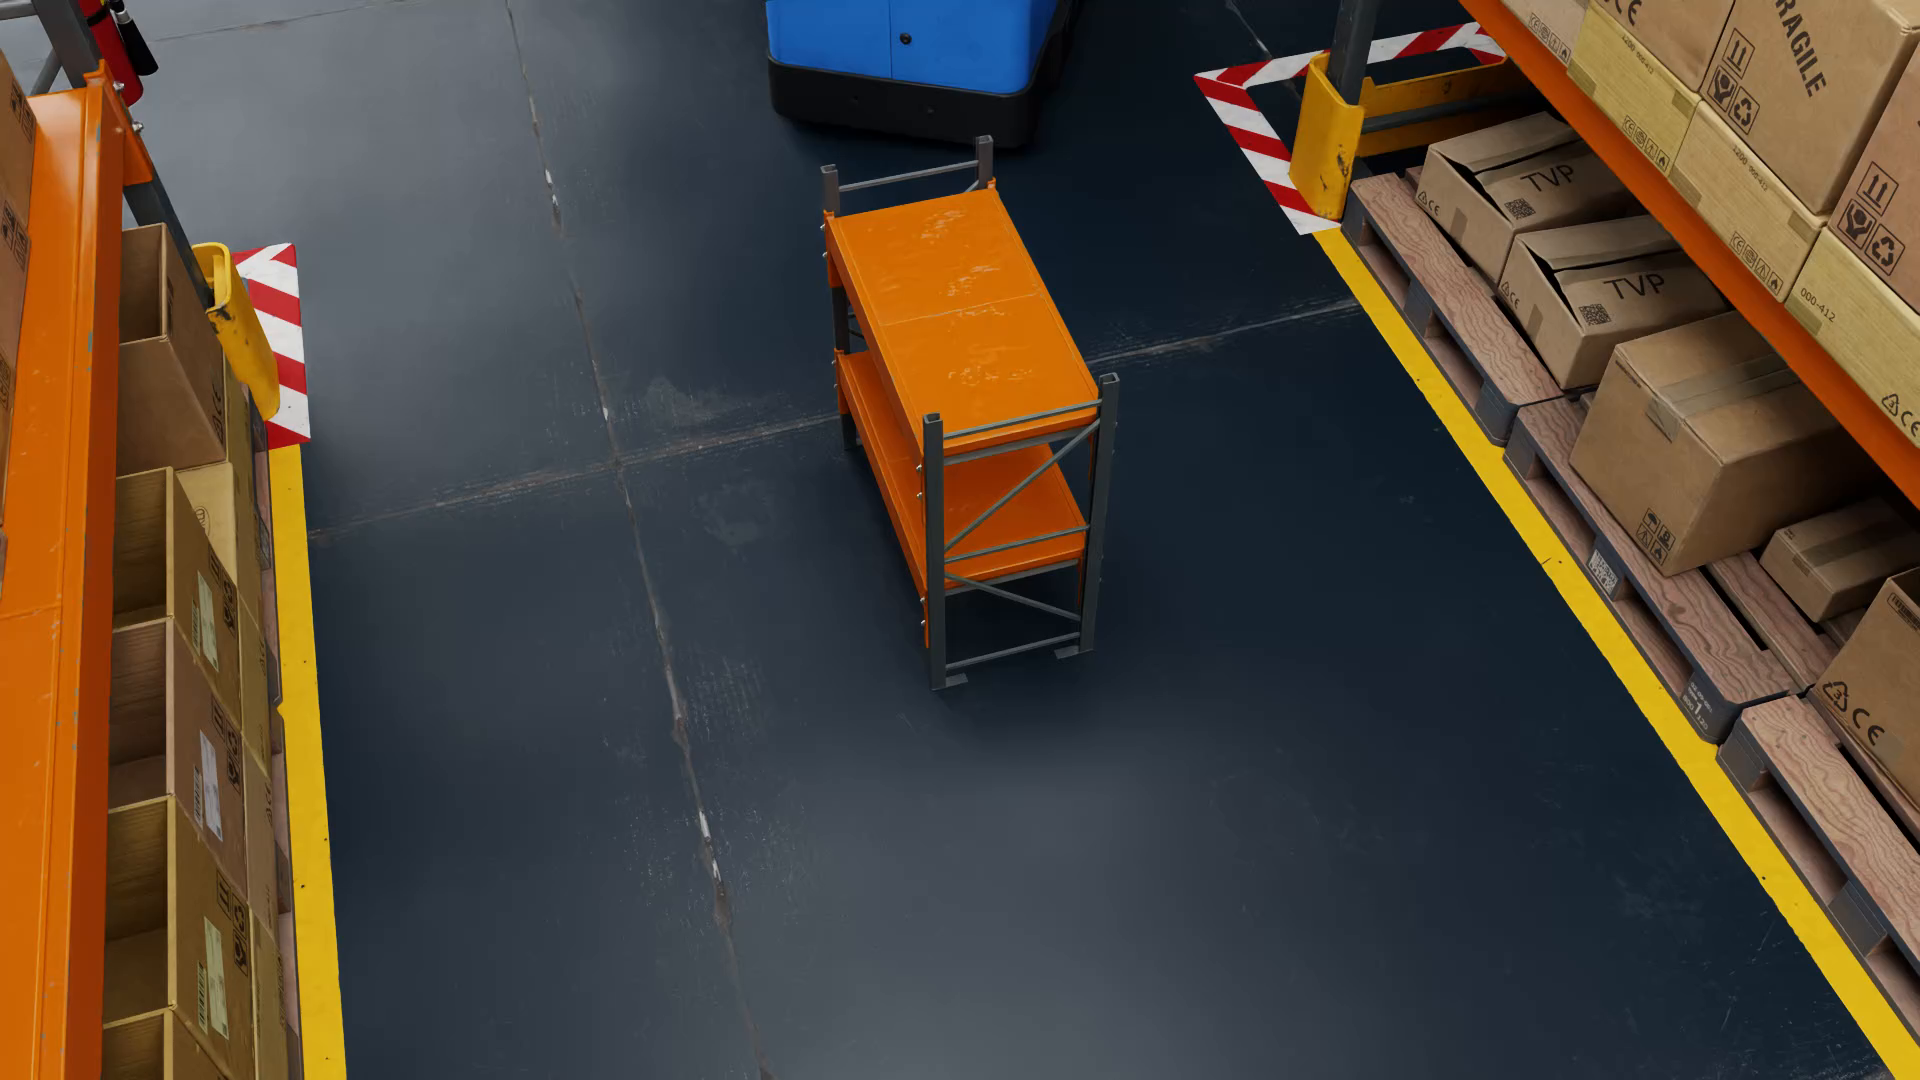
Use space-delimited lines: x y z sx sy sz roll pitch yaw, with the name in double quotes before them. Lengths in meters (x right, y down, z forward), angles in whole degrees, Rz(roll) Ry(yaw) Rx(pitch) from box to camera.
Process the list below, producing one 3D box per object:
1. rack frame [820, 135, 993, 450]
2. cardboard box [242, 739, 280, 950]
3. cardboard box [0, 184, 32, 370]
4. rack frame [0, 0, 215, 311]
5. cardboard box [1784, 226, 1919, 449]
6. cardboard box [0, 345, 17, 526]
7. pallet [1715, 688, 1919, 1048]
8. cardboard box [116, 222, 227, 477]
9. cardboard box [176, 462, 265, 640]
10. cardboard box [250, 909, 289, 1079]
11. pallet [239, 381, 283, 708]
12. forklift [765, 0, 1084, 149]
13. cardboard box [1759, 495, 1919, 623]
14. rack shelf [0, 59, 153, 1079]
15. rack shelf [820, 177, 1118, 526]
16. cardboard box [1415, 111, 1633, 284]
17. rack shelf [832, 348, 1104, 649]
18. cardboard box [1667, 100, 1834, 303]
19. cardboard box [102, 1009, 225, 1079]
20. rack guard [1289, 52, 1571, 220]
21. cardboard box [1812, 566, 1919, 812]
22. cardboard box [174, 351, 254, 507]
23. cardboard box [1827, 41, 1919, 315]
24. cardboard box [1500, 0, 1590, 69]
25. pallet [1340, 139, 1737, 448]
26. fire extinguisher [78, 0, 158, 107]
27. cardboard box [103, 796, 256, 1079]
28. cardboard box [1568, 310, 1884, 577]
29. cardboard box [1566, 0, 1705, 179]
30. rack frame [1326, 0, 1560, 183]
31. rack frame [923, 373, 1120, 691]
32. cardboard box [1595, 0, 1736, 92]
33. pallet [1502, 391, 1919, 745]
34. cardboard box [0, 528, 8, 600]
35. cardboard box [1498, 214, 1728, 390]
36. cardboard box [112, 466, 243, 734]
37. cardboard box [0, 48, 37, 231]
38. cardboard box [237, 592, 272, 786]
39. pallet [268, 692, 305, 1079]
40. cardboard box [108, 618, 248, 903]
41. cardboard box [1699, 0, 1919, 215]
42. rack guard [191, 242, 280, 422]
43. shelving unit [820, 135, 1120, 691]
"rack frame" -0.148 -0.729 5.129 0.500 1.125 0.032 -13 51 -11
"cardboard box" -1.992 0.818 4.123 0.500 0.250 0.500 -13 51 -11
"cardboard box" -2.602 -0.657 3.777 0.700 0.500 0.500 -12 51 -10
"rack frame" -2.888 -1.351 4.427 1.000 3.000 0.127 -13 51 -11
"cardboard box" 2.294 -0.517 3.809 0.500 0.250 0.500 -14 51 -11
"cardboard box" -2.461 -0.293 3.470 0.700 0.500 0.500 -13 51 -11
"pallet" 2.794 0.864 4.384 1.003 0.211 1.213 -13 51 -11
"cardboard box" -2.445 -0.517 4.758 0.500 0.500 0.500 -13 51 -11
"cardboard box" -2.287 0.087 4.738 0.500 0.250 0.500 -13 51 -11
"cardboard box" -1.838 1.181 3.816 0.500 0.250 0.500 -13 51 -11
"pallet" -2.621 0.097 5.030 1.003 0.211 1.213 -13 51 -11
"forklift" 0.091 -3.613 6.378 1.130 2.935 3.031 10 51 9
"cardboard box" 2.572 0.052 4.821 0.380 0.149 0.250 -17 52 -14
"rack shelf" -2.296 0.342 3.471 1.077 0.370 4.000 -13 51 -11
"rack shelf" 0.002 -0.546 4.592 0.538 0.278 1.000 -13 51 -11
"cardboard box" 1.962 -1.223 5.790 0.500 0.311 0.500 -19 52 -15
"rack shelf" 0.002 -0.200 5.003 0.538 0.278 1.000 -13 51 -11
"cardboard box" 2.144 -0.885 4.119 0.500 0.250 0.500 -13 51 -11
"cardboard box" -1.698 1.307 3.220 0.500 0.500 0.500 -13 51 -11
"rack guard" 1.866 -1.613 6.283 1.175 0.500 0.348 -13 51 -11
"cardboard box" 2.681 0.363 4.330 0.500 0.500 0.500 -17 52 -14
"cardboard box" -2.447 -0.275 5.044 0.500 0.250 0.500 -13 51 -11
"cardboard box" 2.299 -0.761 3.524 0.500 0.500 0.500 -15 51 -12
"cardboard box" 1.852 -1.628 4.745 0.500 0.250 0.500 -15 51 -12
"pallet" 2.072 -0.918 5.886 1.003 0.211 1.213 -13 51 -11
"fire extinguisher" -2.479 -1.517 4.618 0.296 0.674 0.183 -13 51 -11
"cardboard box" -1.839 0.940 3.529 0.500 0.500 0.500 -13 51 -11
"cardboard box" 2.300 -0.321 4.906 0.700 0.500 0.500 -16 52 -13
"cardboard box" 1.997 -1.254 4.431 0.500 0.250 0.500 -14 51 -12
"rack frame" 1.843 -2.474 5.374 1.000 3.000 0.127 -13 51 -11
"rack frame" 0.152 0.014 4.503 0.500 1.125 0.032 -13 51 -11
"cardboard box" 1.981 -1.515 4.160 0.500 0.500 0.500 -15 51 -12
"pallet" 2.429 -0.029 5.136 1.003 0.211 1.213 -13 51 -11
"cardboard box" -2.301 0.091 3.146 0.700 0.500 0.500 -12 51 -10
"cardboard box" 2.131 -0.807 5.439 0.500 0.311 0.500 -10 51 -8
"cardboard box" -2.135 0.210 4.145 0.500 0.500 0.500 -13 51 -11
"cardboard box" -2.762 -1.039 4.099 0.700 0.500 0.500 -13 51 -11
"cardboard box" -2.138 0.452 4.431 0.500 0.250 0.500 -13 51 -11
"pallet" -2.264 0.986 4.280 1.003 0.211 1.213 -13 51 -11
"cardboard box" -1.988 0.575 3.837 0.500 0.500 0.500 -13 51 -11
"cardboard box" 2.145 -1.141 3.844 0.500 0.500 0.500 -12 51 -10
"rack guard" -2.895 -0.563 5.398 1.175 0.500 0.348 -13 51 -11
"shelving unit" 0.002 -0.358 4.816 0.538 1.125 1.048 -13 51 -11
